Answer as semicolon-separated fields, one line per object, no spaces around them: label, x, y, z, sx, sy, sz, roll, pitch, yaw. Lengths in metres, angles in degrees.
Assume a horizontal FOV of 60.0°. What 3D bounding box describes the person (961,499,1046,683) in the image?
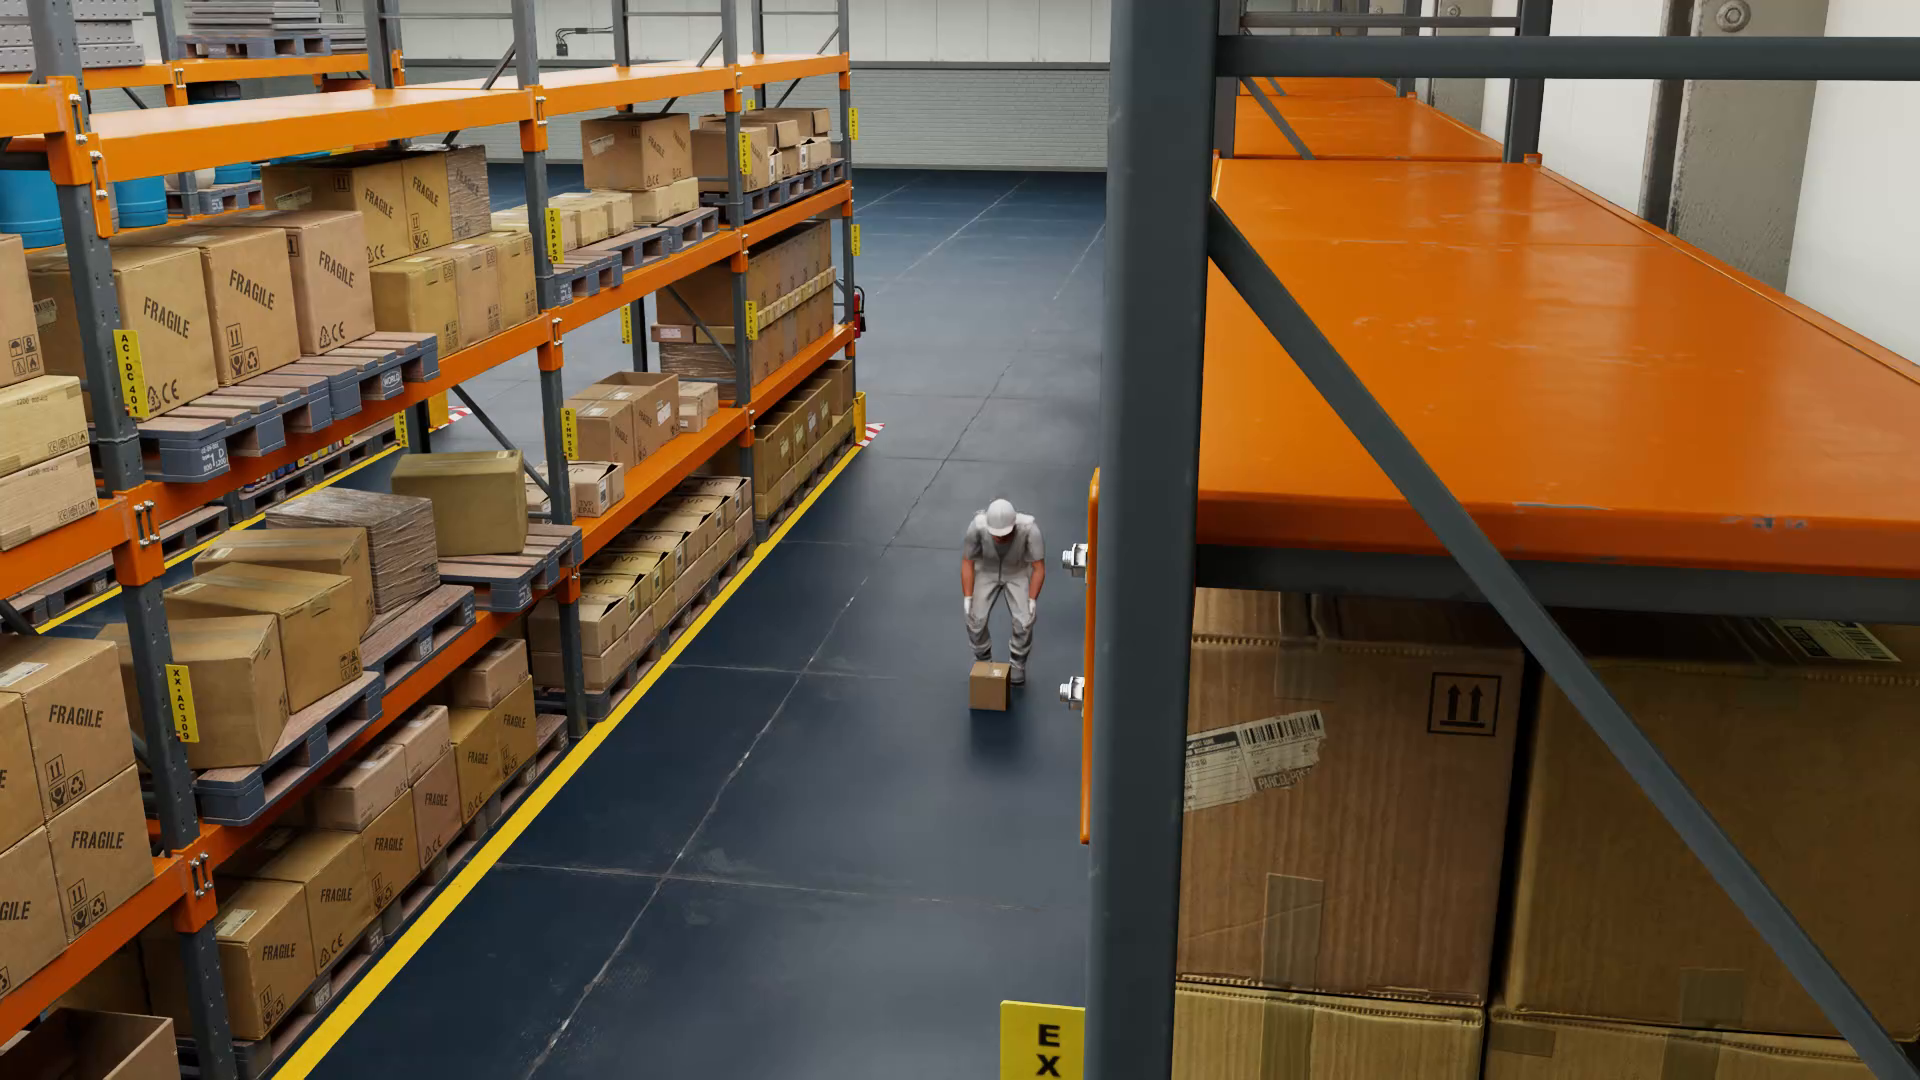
person;0.313;0.330;11.604;0.584;1.409;0.766;3;18;9
